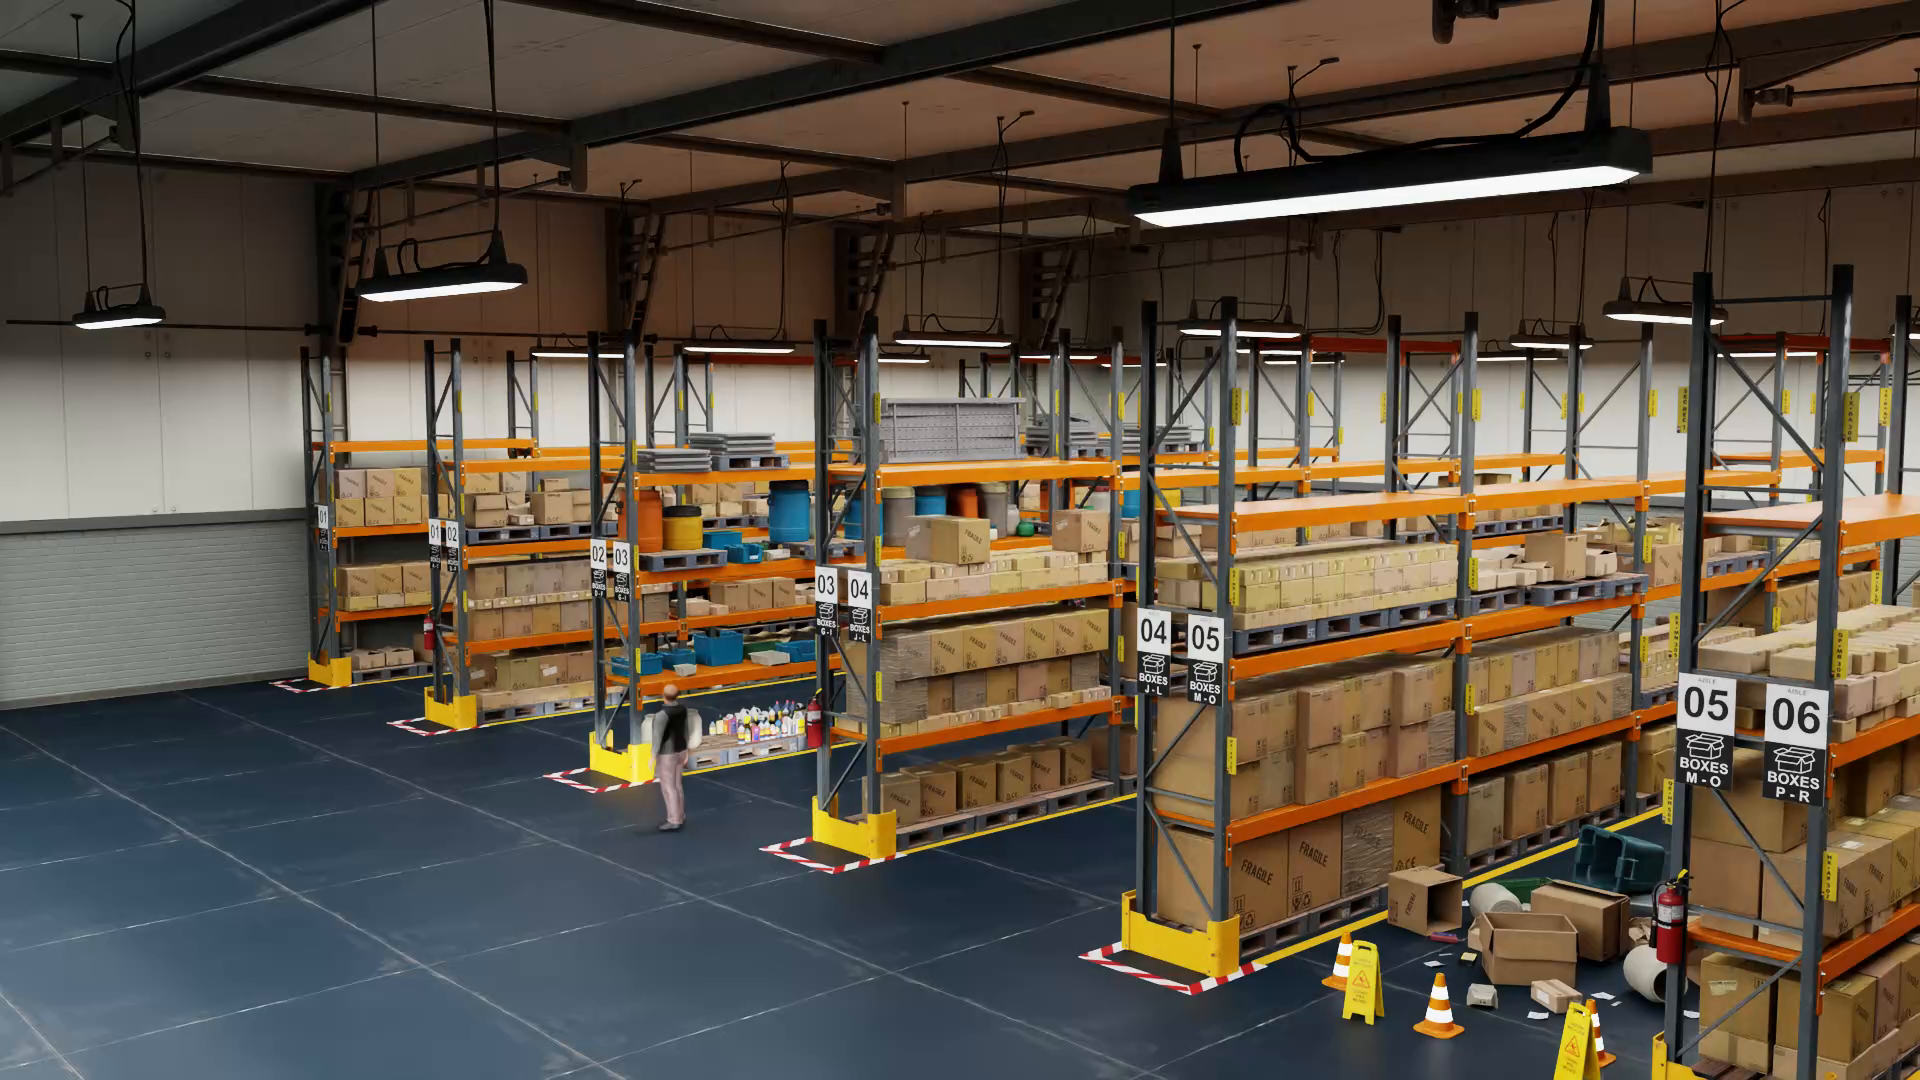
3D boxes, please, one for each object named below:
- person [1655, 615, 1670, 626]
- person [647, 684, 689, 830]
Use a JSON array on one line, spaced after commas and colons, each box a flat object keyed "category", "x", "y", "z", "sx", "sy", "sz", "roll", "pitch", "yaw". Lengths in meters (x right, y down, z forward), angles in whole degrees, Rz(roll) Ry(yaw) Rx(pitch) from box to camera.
[{"category": "person", "x": 11.283, "y": 2.009, "z": 26.761, "sx": 0.498, "sy": 1.608, "sz": 0.334, "roll": -3, "pitch": 6, "yaw": -32}, {"category": "person", "x": -3.452, "y": 2.579, "z": 19.757, "sx": 0.384, "sy": 1.747, "sz": 0.578, "roll": 2, "pitch": 5, "yaw": 23}]
